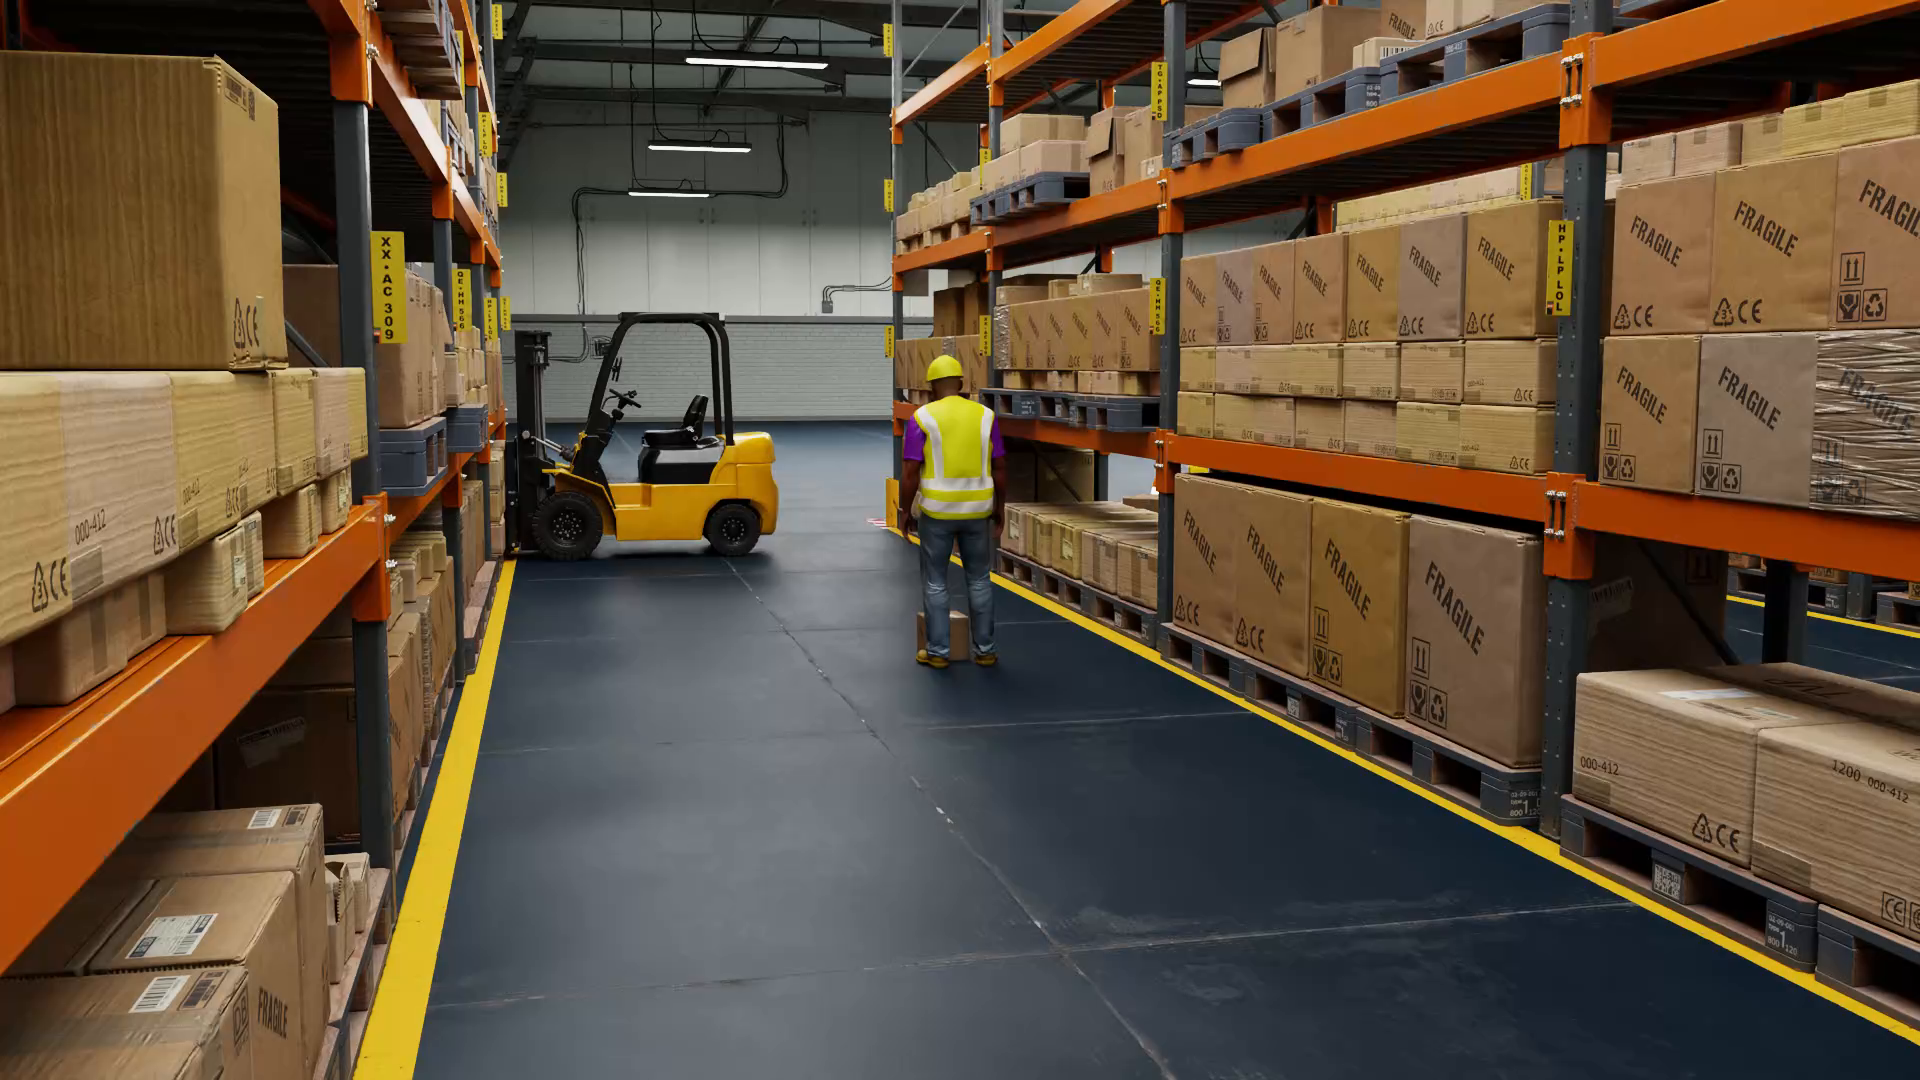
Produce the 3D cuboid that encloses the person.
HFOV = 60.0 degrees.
[{"bbox_3d":[-0.040,-0.164,9.417,0.629,1.759,0.461,-2,6,-17],"label":"person"}]
